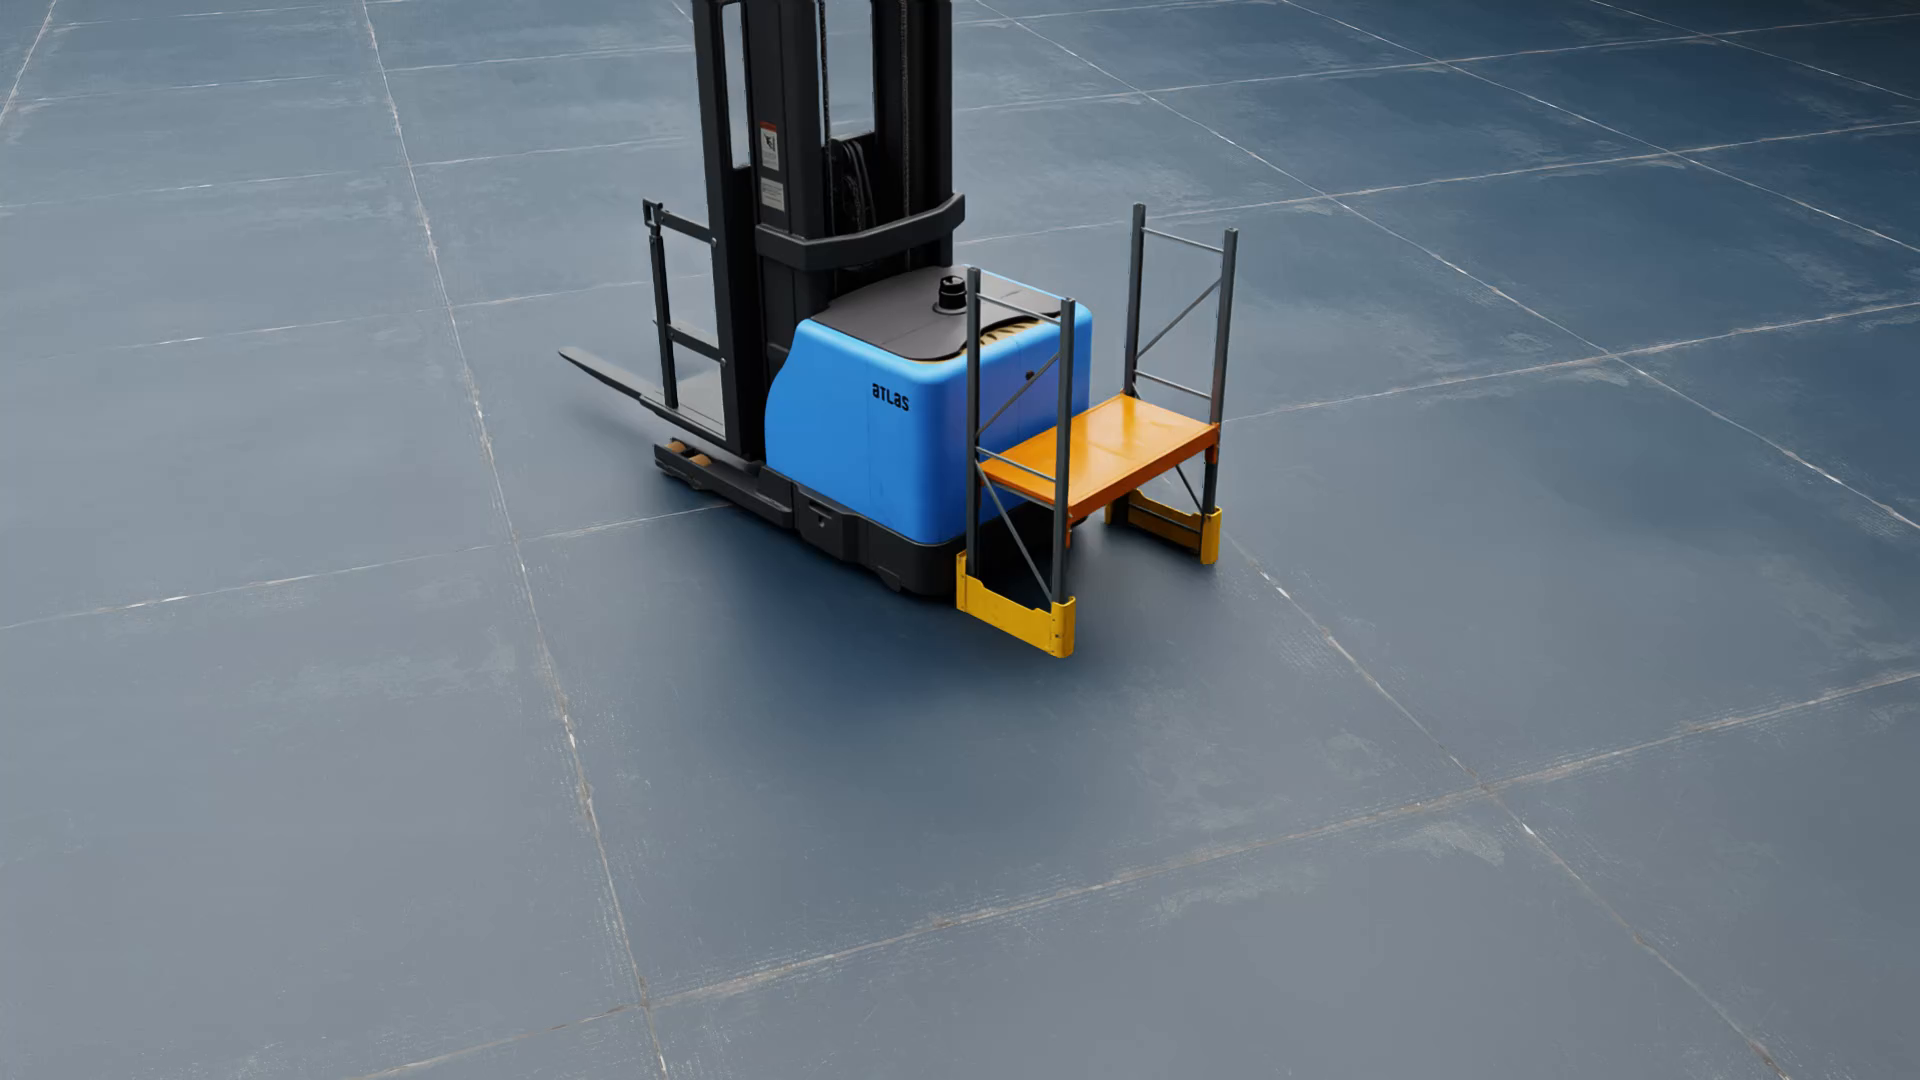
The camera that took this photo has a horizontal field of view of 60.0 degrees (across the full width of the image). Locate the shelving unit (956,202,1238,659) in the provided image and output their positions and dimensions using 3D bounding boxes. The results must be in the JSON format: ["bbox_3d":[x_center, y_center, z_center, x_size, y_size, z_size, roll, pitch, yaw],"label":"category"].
[{"bbox_3d":[0.558,-0.468,6.765,0.587,1.500,1.083,25,38,36],"label":"shelving unit"}]

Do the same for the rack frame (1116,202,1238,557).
[{"bbox_3d":[0.909,-0.656,7.096,0.500,1.500,0.032,25,38,36],"label":"rack frame"}]

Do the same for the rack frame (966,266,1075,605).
[{"bbox_3d":[0.219,-0.287,6.447,0.500,1.500,0.032,25,38,36],"label":"rack frame"}]

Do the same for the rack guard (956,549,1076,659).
[{"bbox_3d":[0.220,0.256,6.757,0.587,0.250,0.087,25,38,36],"label":"rack guard"}]

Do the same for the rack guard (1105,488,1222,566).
[{"bbox_3d":[0.896,-0.106,7.393,0.587,0.250,0.087,25,38,36],"label":"rack guard"}]

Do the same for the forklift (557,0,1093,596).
[{"bbox_3d":[-0.820,-1.671,7.430,1.130,2.935,3.031,-26,39,-38],"label":"forklift"}]

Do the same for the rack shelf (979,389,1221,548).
[{"bbox_3d":[0.564,-0.315,6.860,0.538,0.185,1.000,25,38,36],"label":"rack shelf"}]
